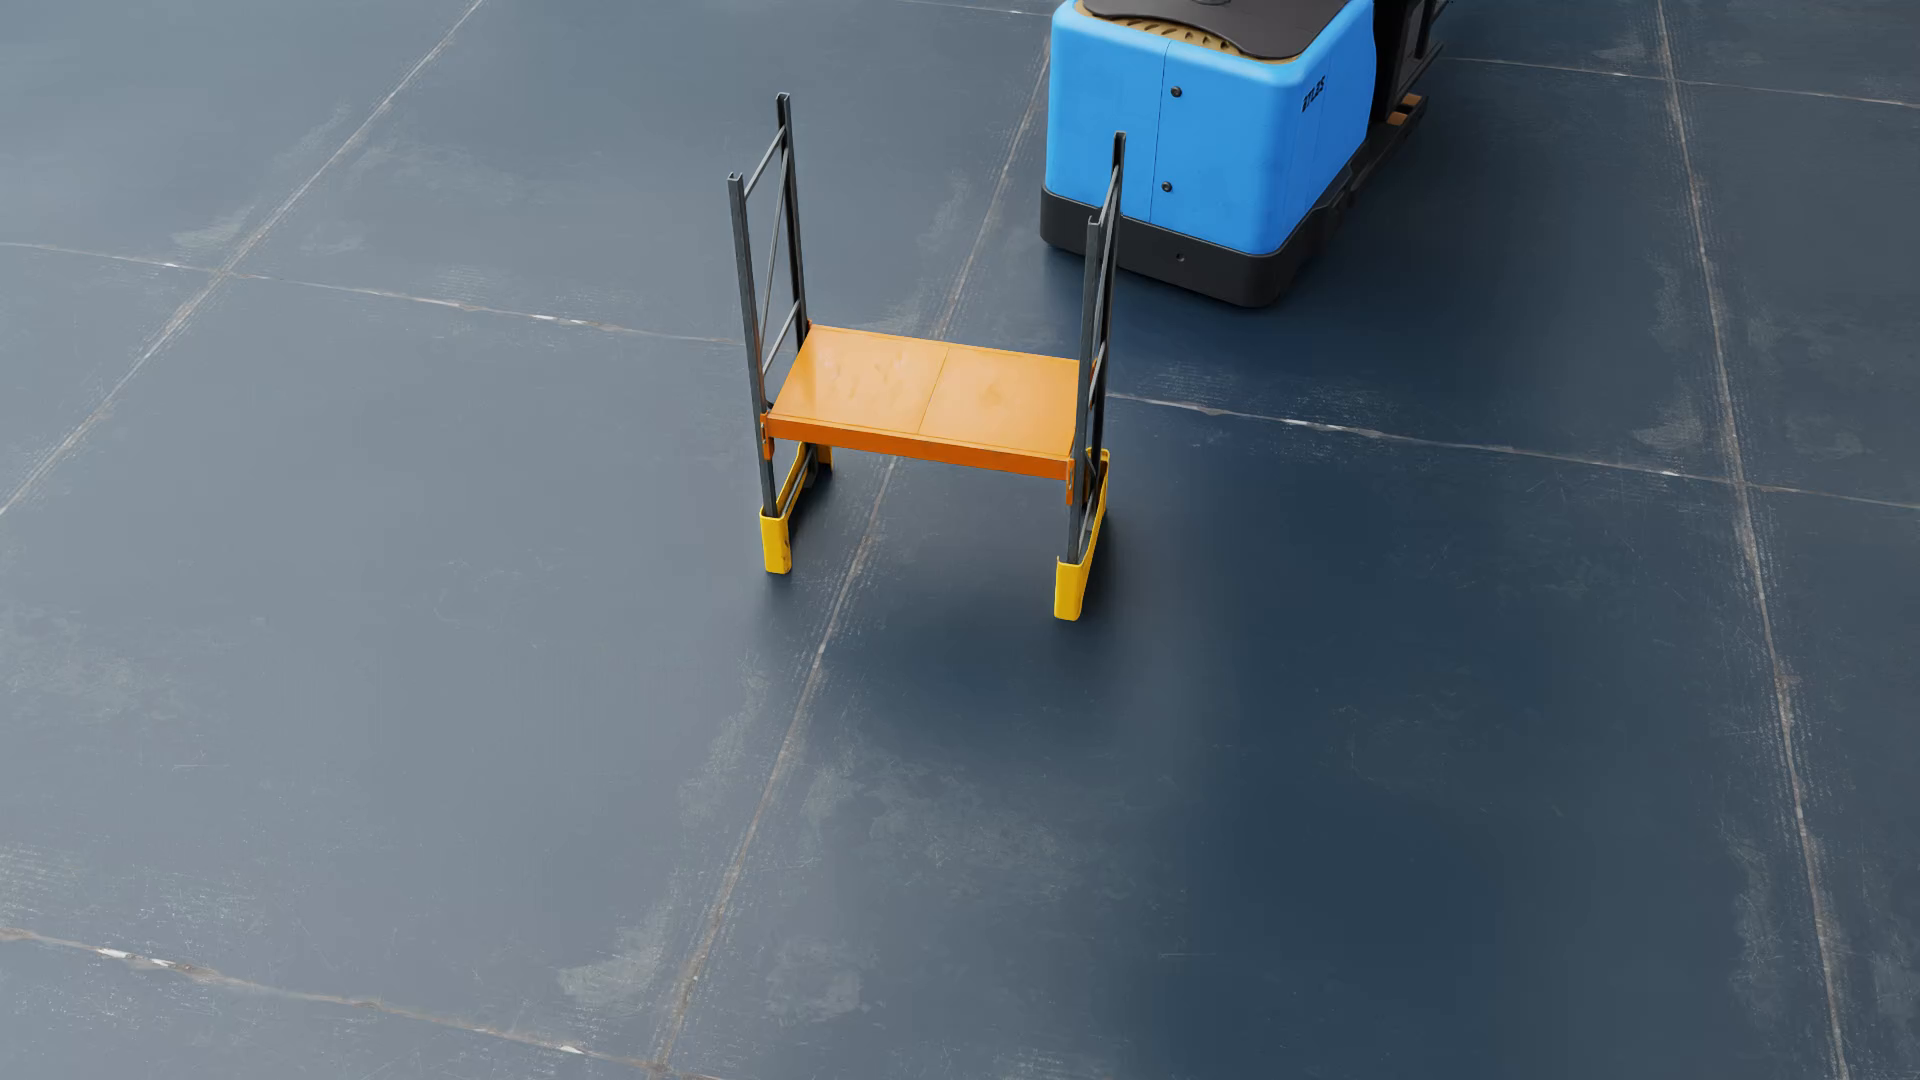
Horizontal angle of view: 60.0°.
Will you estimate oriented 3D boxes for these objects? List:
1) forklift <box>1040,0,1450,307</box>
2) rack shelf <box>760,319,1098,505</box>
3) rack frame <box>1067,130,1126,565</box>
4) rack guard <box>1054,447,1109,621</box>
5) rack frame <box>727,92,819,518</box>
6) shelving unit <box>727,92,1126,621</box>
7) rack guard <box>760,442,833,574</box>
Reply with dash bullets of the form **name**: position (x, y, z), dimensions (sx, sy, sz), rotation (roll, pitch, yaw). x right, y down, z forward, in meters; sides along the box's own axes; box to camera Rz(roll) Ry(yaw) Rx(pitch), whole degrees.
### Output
- **forklift**: position (1.512, -2.990, 6.743), dimensions (1.130, 2.935, 3.031), rotation (22, 48, 21)
- **rack shelf**: position (-0.083, -0.424, 5.368), dimensions (1.000, 0.185, 0.538), rotation (9, 45, 9)
- **rack frame**: position (0.413, -0.476, 5.163), dimensions (0.032, 1.500, 0.500), rotation (9, 45, 9)
- **rack guard**: position (0.412, -0.026, 5.597), dimensions (0.087, 0.250, 0.587), rotation (9, 45, 9)
- **rack frame**: position (-0.579, -0.630, 5.323), dimensions (0.032, 1.500, 0.500), rotation (9, 45, 9)
- **shelving unit**: position (-0.074, -0.552, 5.242), dimensions (1.083, 1.500, 0.587), rotation (9, 45, 9)
- **rack guard**: position (-0.560, -0.177, 5.754), dimensions (0.087, 0.250, 0.587), rotation (9, 45, 9)
